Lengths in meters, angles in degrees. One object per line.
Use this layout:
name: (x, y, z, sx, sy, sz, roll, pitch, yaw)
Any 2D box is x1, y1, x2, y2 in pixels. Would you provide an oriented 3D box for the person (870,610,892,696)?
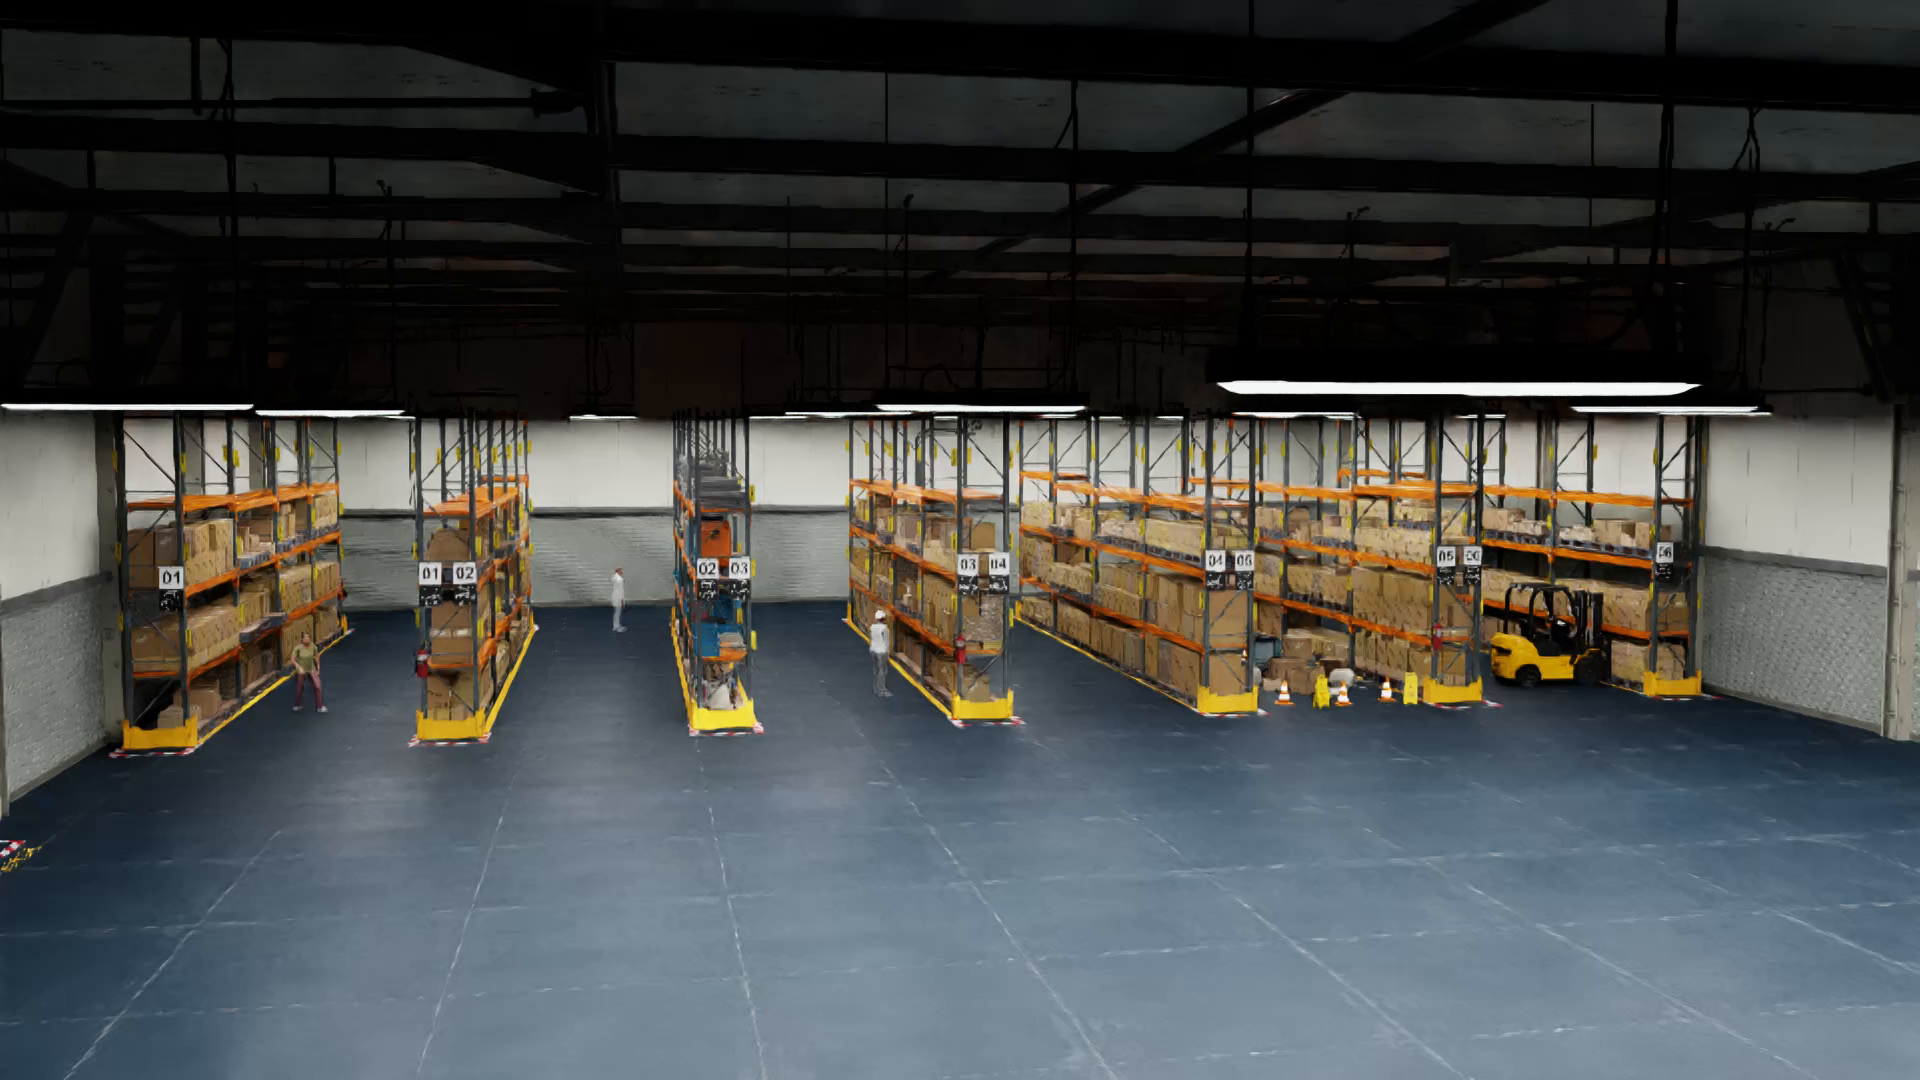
person: (-1.631, 2.352, 34.803, 0.448, 1.771, 0.586, -4, 5, -42)

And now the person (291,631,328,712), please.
person: (-12.866, 2.580, 32.770, 0.615, 1.603, 0.812, -2, 5, -29)

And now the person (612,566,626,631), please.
person: (-9.315, 1.585, 45.430, 0.445, 1.780, 0.674, -2, 5, -26)
